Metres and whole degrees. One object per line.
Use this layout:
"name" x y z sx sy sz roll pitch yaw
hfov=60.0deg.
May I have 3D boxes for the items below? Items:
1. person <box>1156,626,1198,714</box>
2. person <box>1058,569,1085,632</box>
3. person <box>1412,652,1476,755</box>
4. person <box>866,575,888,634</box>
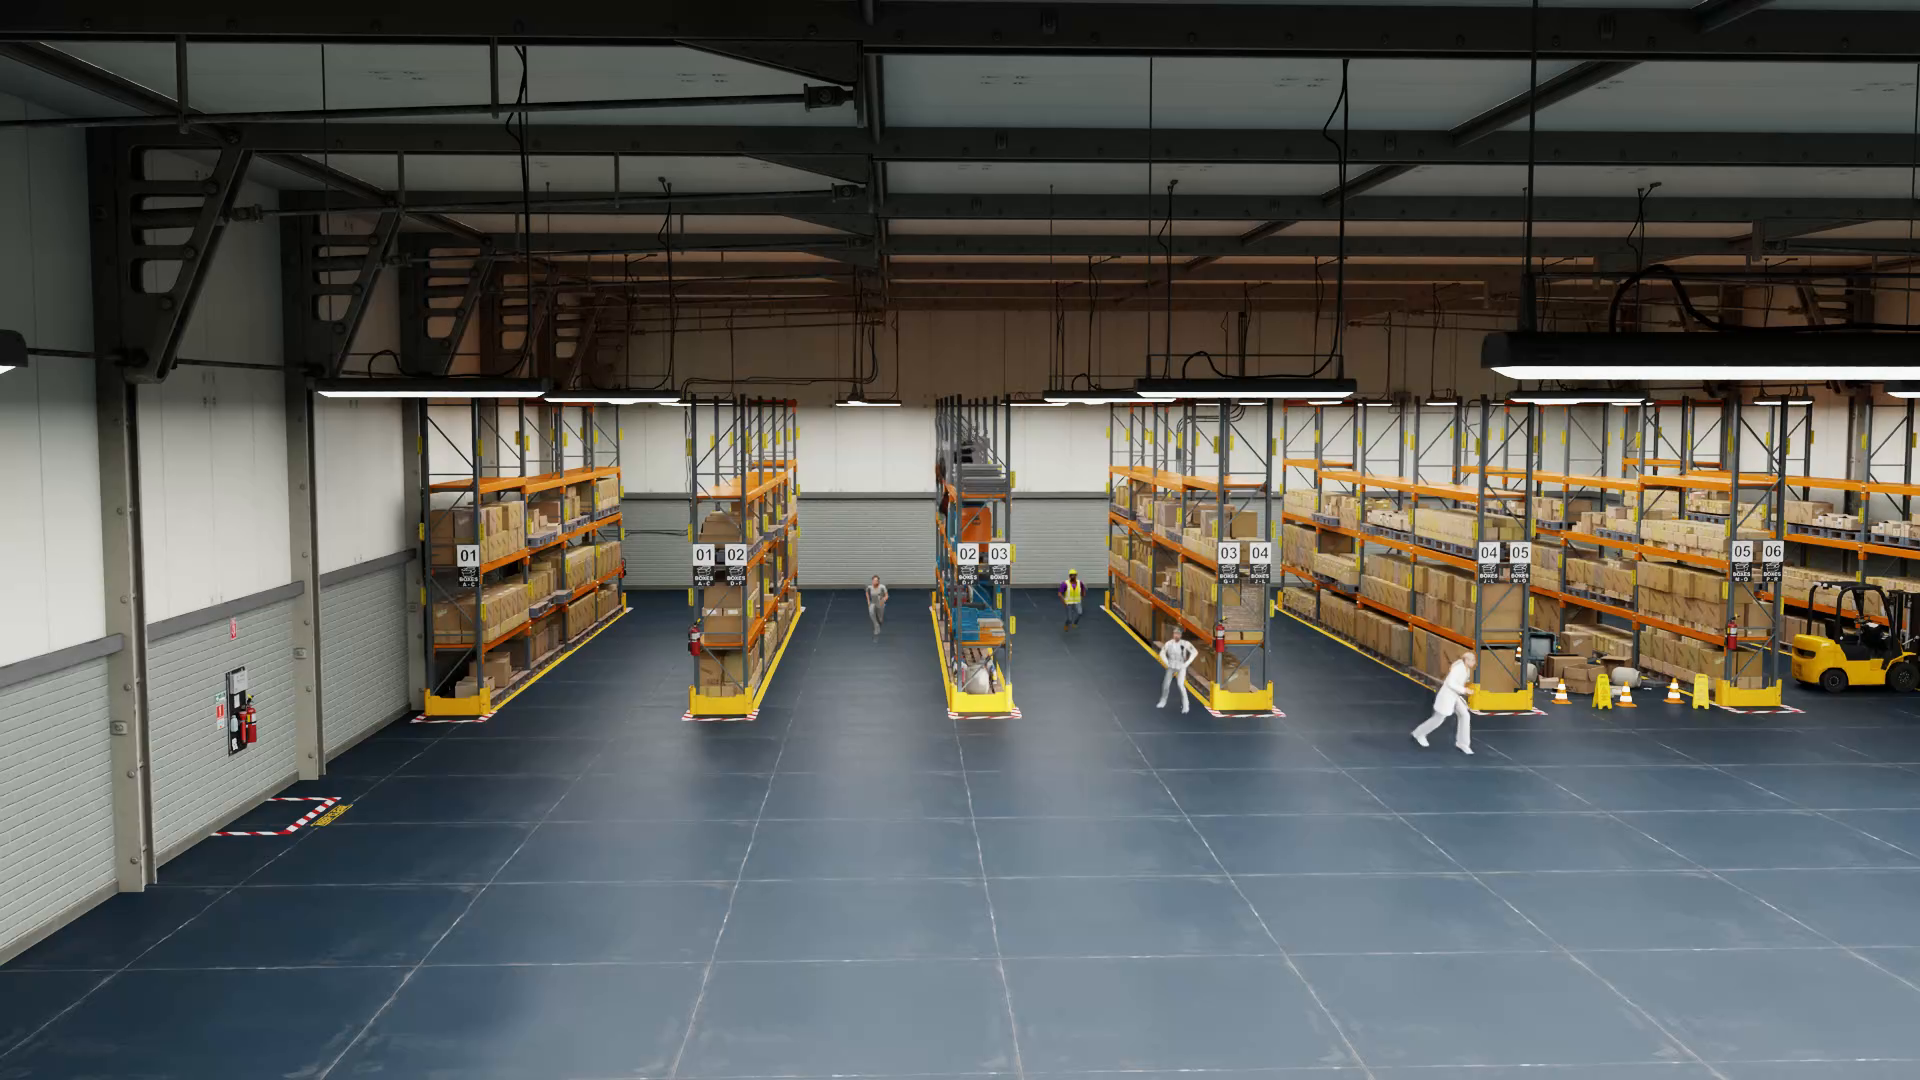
"person" 4.092 2.436 31.502 0.786 1.647 0.662 1 5 18
"person" 2.824 1.527 41.496 0.711 1.592 0.854 -1 5 -11
"person" 8.114 2.709 27.857 1.060 1.745 0.754 3 5 32
"person" -2.050 1.595 41.117 0.566 1.492 1.079 0 4 0
